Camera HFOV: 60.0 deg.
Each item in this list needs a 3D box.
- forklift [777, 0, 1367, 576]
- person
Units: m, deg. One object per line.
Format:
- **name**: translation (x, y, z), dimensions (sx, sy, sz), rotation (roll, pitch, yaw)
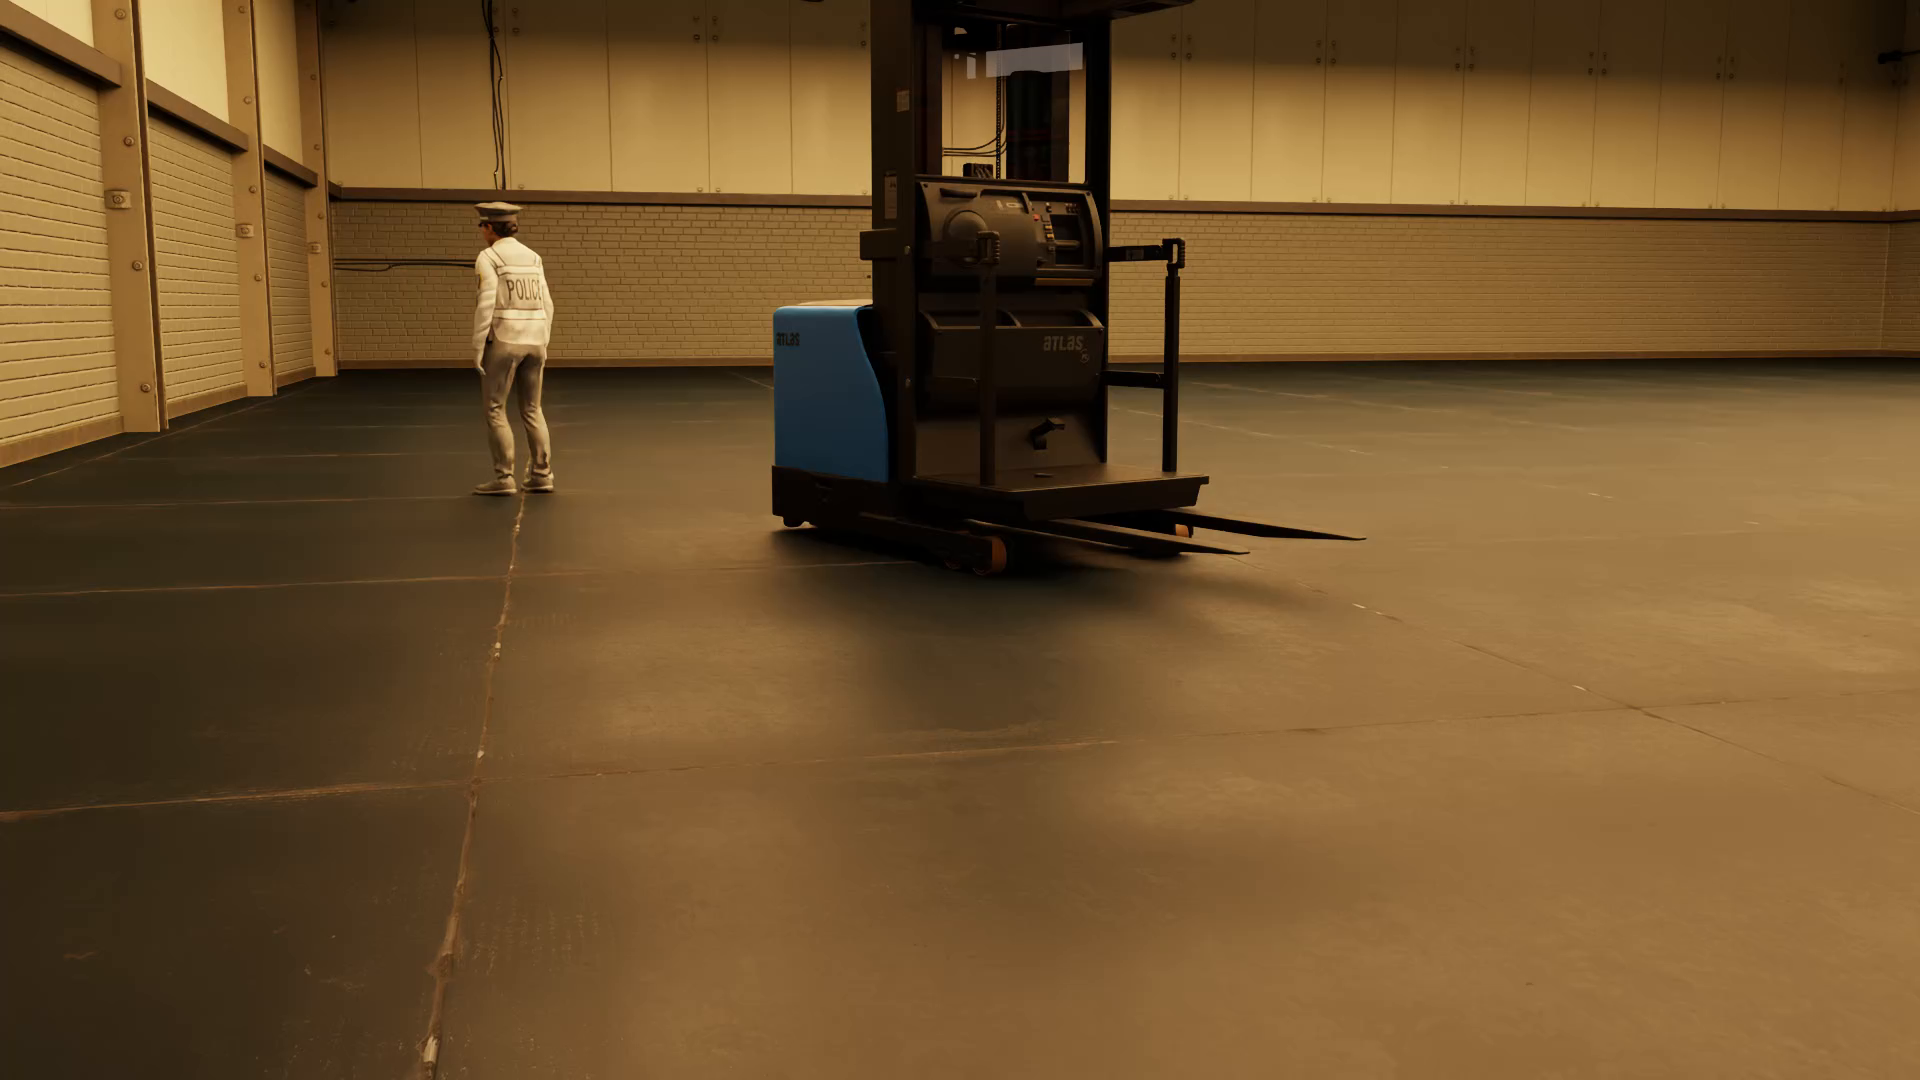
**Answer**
- **forklift**: translation (0.352, -1.383, 7.012), dimensions (1.121, 2.935, 3.031), rotation (-6, 10, -35)
- **person**: translation (-2.571, -1.093, 9.532), dimensions (0.372, 1.664, 0.530), rotation (6, 10, 37)
